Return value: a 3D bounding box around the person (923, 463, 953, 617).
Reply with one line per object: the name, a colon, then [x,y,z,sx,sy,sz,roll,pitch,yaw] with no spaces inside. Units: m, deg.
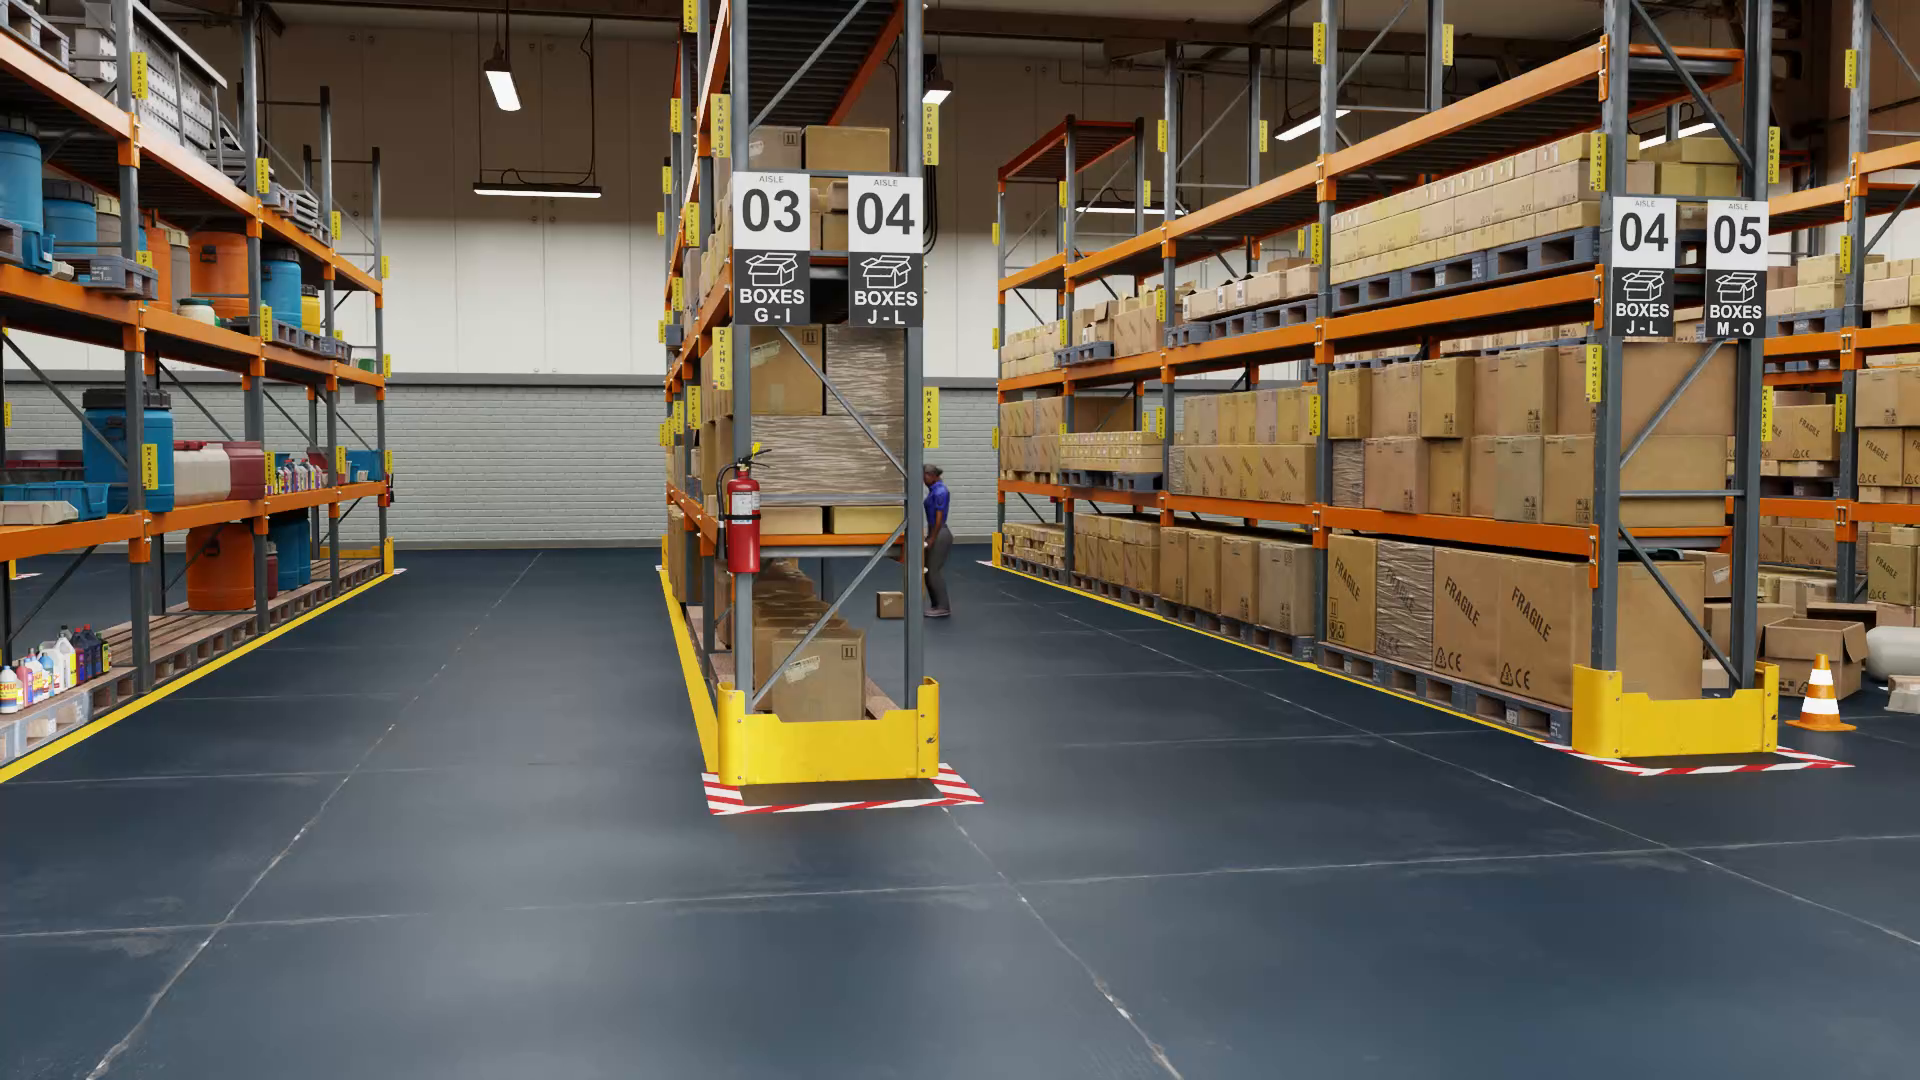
person: [-0.254,0.001,17.594,0.354,1.626,0.450,-1,3,-10]
